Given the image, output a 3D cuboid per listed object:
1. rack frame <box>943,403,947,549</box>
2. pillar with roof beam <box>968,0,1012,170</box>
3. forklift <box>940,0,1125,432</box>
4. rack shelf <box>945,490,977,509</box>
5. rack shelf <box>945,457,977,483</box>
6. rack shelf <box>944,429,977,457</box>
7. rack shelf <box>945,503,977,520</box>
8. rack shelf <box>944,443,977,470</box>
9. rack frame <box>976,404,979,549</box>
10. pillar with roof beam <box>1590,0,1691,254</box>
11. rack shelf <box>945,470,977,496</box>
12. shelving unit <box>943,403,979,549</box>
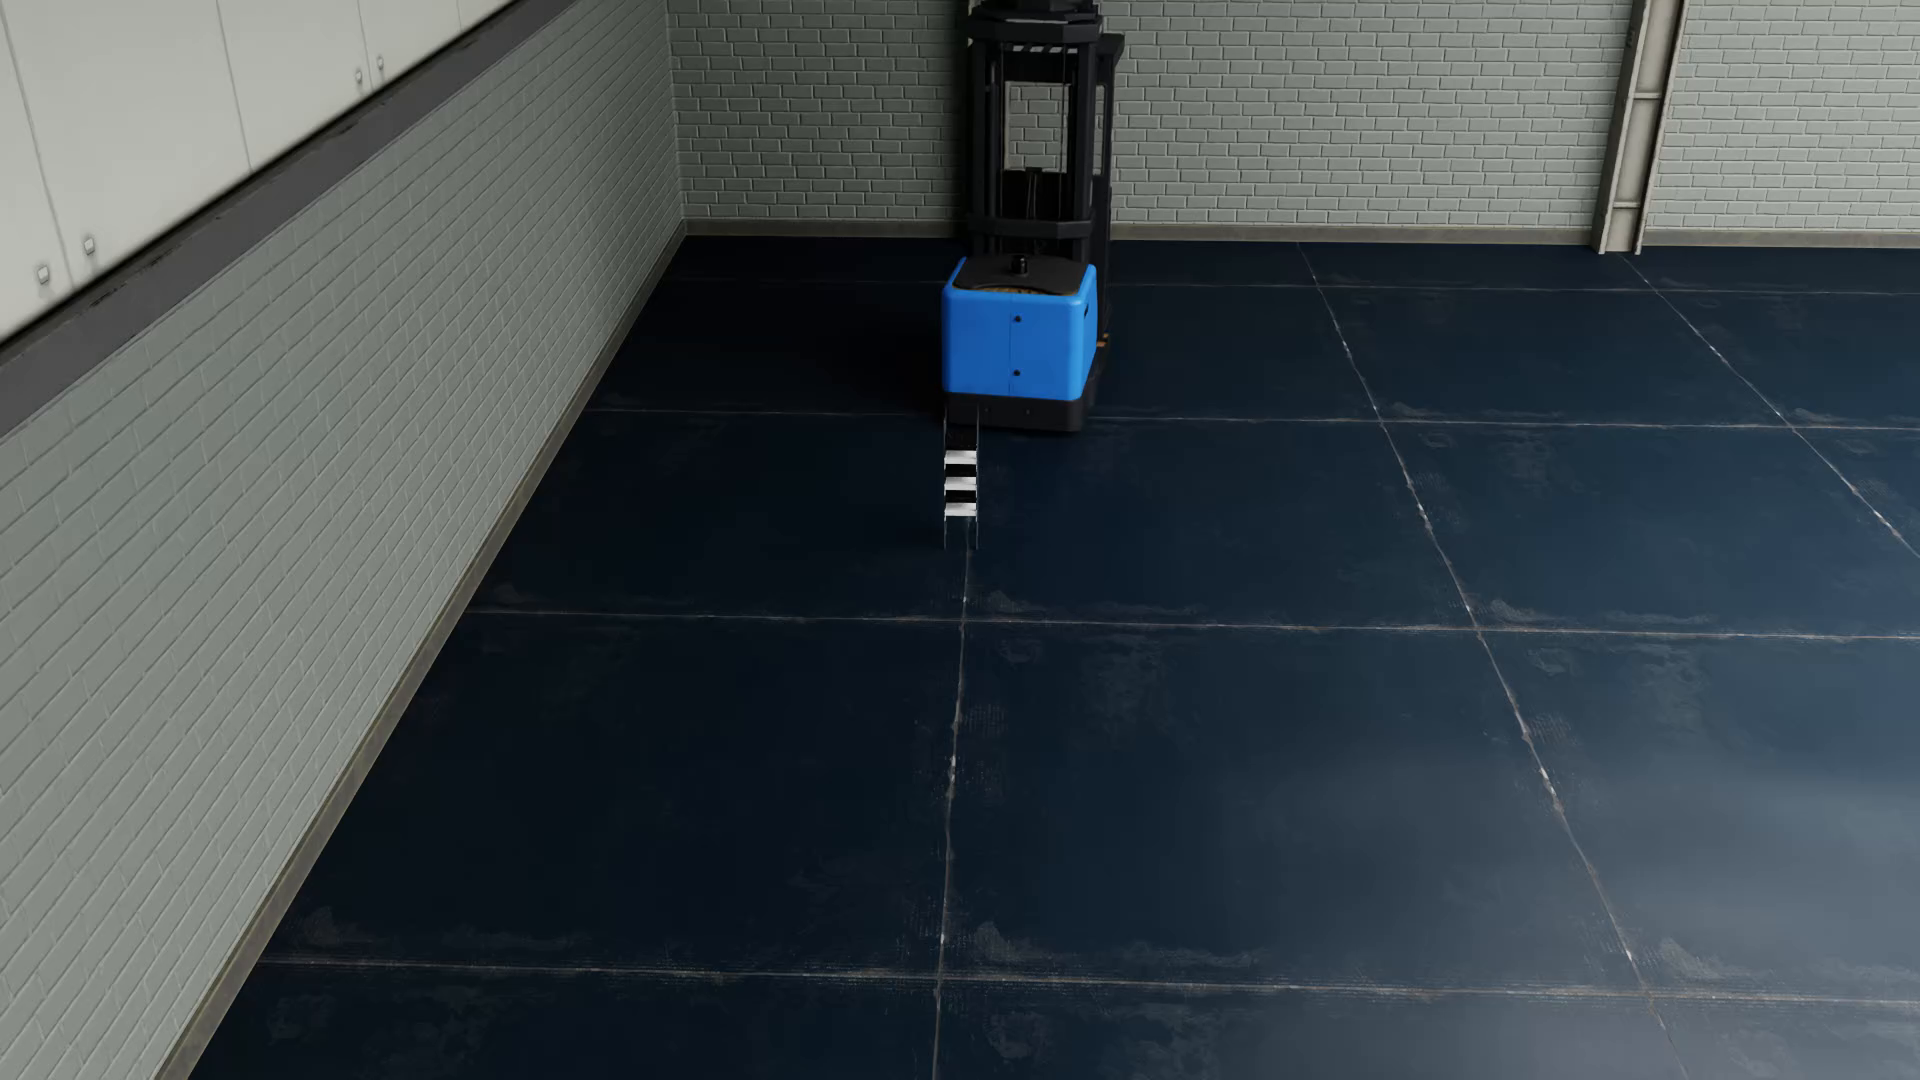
[{"bbox_3d":[-0.093,-0.399,10.468,0.006,0.900,0.240,1,28,2],"label":"rack frame"},{"bbox_3d":[0.122,-4.849,10.214,0.400,9.000,9.100,1,28,2],"label":"pillar with roof beam"},{"bbox_3d":[0.628,-2.743,12.721,1.130,2.935,3.031,5,28,9],"label":"forklift"},{"bbox_3d":[0.008,-0.288,10.522,0.200,0.077,0.258,1,28,2],"label":"rack shelf"},{"bbox_3d":[0.008,-0.448,10.438,0.200,0.077,0.258,1,28,2],"label":"rack shelf"},{"bbox_3d":[0.008,-0.607,10.354,0.200,0.077,0.258,1,28,2],"label":"rack shelf"},{"bbox_3d":[0.008,-0.209,10.564,0.200,0.077,0.258,1,28,2],"label":"rack shelf"},{"bbox_3d":[0.008,-0.527,10.396,0.200,0.077,0.258,1,28,2],"label":"rack shelf"},{"bbox_3d":[0.110,-0.396,10.461,0.006,0.900,0.240,1,28,2],"label":"rack frame"},{"bbox_3d":[6.119,-4.749,10.027,0.400,9.000,9.100,1,28,2],"label":"pillar with roof beam"},{"bbox_3d":[0.008,-0.368,10.480,0.200,0.077,0.258,1,28,2],"label":"rack shelf"},{"bbox_3d":[0.008,-0.397,10.464,0.210,0.900,0.258,1,28,2],"label":"shelving unit"}]
